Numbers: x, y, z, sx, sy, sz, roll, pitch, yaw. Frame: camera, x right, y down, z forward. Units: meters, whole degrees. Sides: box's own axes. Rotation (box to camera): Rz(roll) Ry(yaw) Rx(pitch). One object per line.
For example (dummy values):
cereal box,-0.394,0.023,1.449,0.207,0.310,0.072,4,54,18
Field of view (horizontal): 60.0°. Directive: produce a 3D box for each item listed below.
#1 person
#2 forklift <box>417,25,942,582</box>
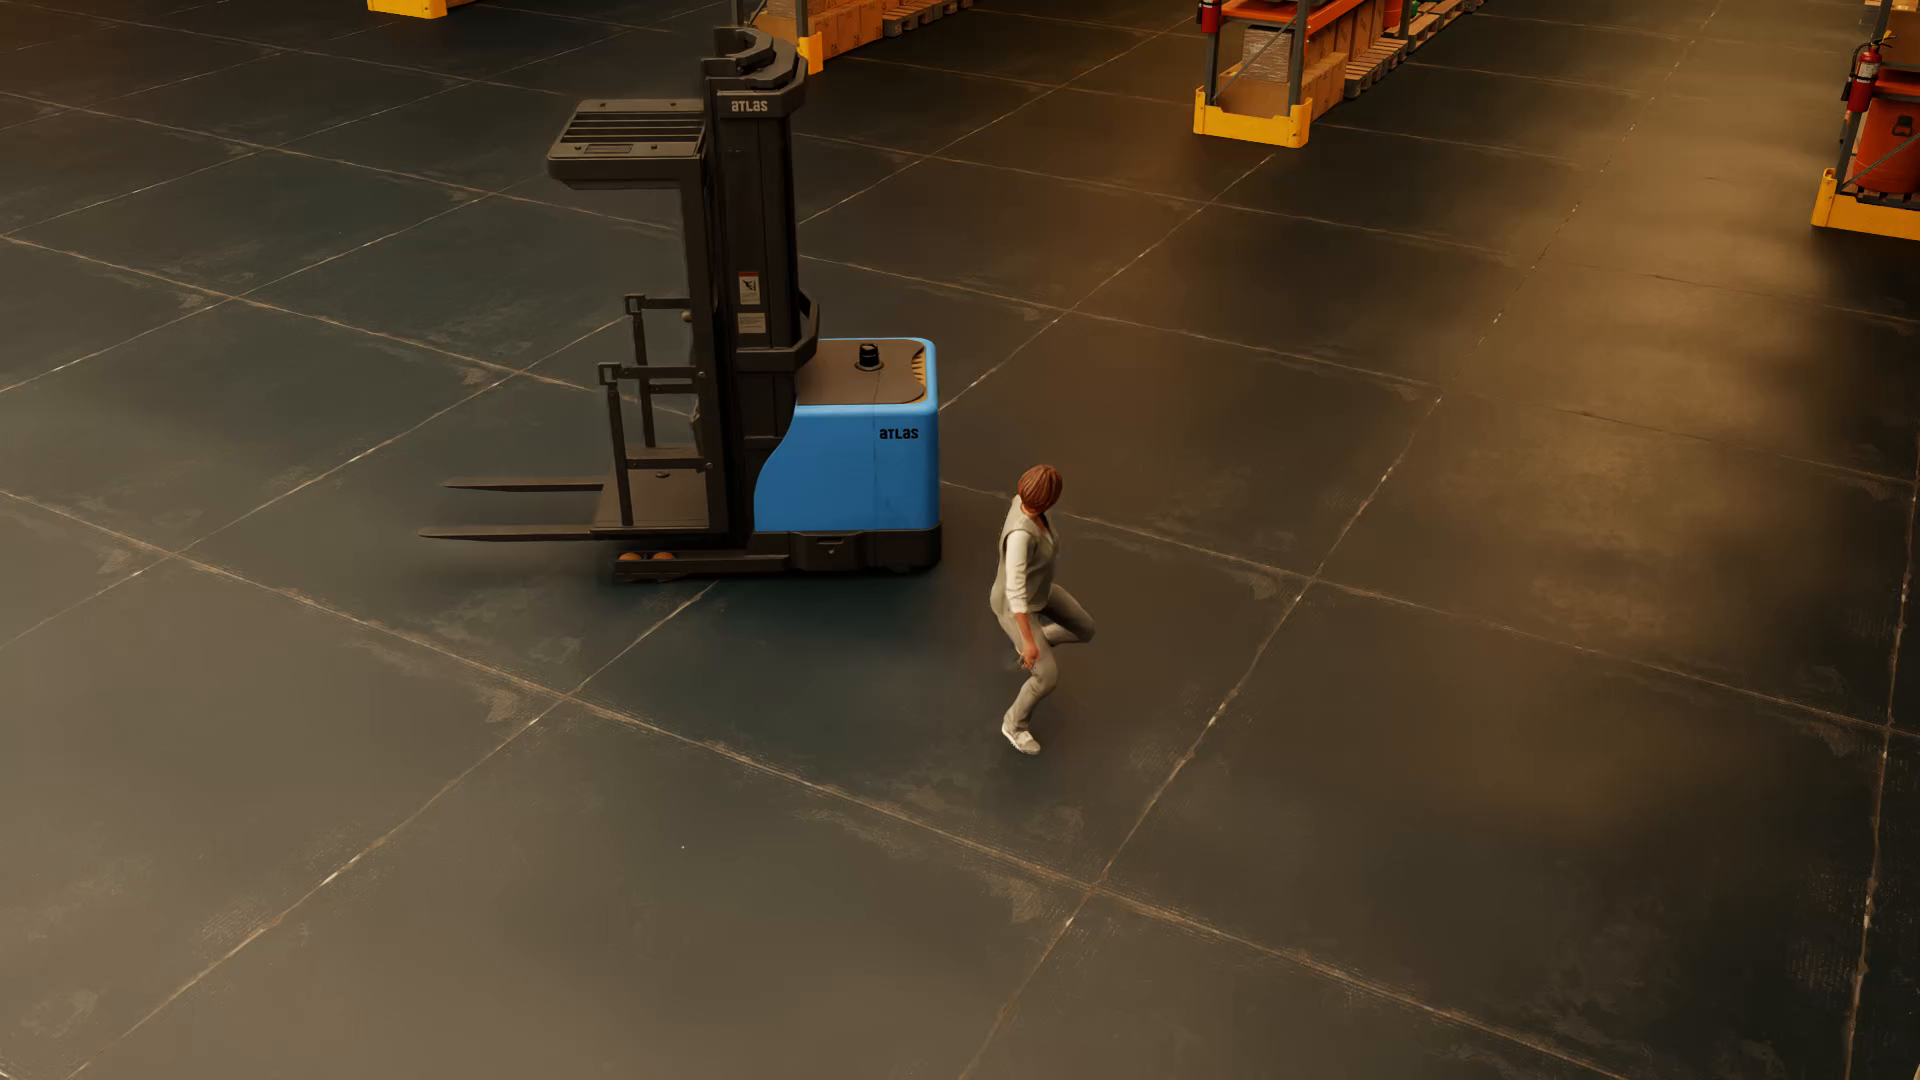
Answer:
person,0.366,0.295,8.052,0.456,1.487,0.845,14,33,22
forklift,-1.634,-1.296,9.316,3.031,2.935,1.130,-1,30,-2
